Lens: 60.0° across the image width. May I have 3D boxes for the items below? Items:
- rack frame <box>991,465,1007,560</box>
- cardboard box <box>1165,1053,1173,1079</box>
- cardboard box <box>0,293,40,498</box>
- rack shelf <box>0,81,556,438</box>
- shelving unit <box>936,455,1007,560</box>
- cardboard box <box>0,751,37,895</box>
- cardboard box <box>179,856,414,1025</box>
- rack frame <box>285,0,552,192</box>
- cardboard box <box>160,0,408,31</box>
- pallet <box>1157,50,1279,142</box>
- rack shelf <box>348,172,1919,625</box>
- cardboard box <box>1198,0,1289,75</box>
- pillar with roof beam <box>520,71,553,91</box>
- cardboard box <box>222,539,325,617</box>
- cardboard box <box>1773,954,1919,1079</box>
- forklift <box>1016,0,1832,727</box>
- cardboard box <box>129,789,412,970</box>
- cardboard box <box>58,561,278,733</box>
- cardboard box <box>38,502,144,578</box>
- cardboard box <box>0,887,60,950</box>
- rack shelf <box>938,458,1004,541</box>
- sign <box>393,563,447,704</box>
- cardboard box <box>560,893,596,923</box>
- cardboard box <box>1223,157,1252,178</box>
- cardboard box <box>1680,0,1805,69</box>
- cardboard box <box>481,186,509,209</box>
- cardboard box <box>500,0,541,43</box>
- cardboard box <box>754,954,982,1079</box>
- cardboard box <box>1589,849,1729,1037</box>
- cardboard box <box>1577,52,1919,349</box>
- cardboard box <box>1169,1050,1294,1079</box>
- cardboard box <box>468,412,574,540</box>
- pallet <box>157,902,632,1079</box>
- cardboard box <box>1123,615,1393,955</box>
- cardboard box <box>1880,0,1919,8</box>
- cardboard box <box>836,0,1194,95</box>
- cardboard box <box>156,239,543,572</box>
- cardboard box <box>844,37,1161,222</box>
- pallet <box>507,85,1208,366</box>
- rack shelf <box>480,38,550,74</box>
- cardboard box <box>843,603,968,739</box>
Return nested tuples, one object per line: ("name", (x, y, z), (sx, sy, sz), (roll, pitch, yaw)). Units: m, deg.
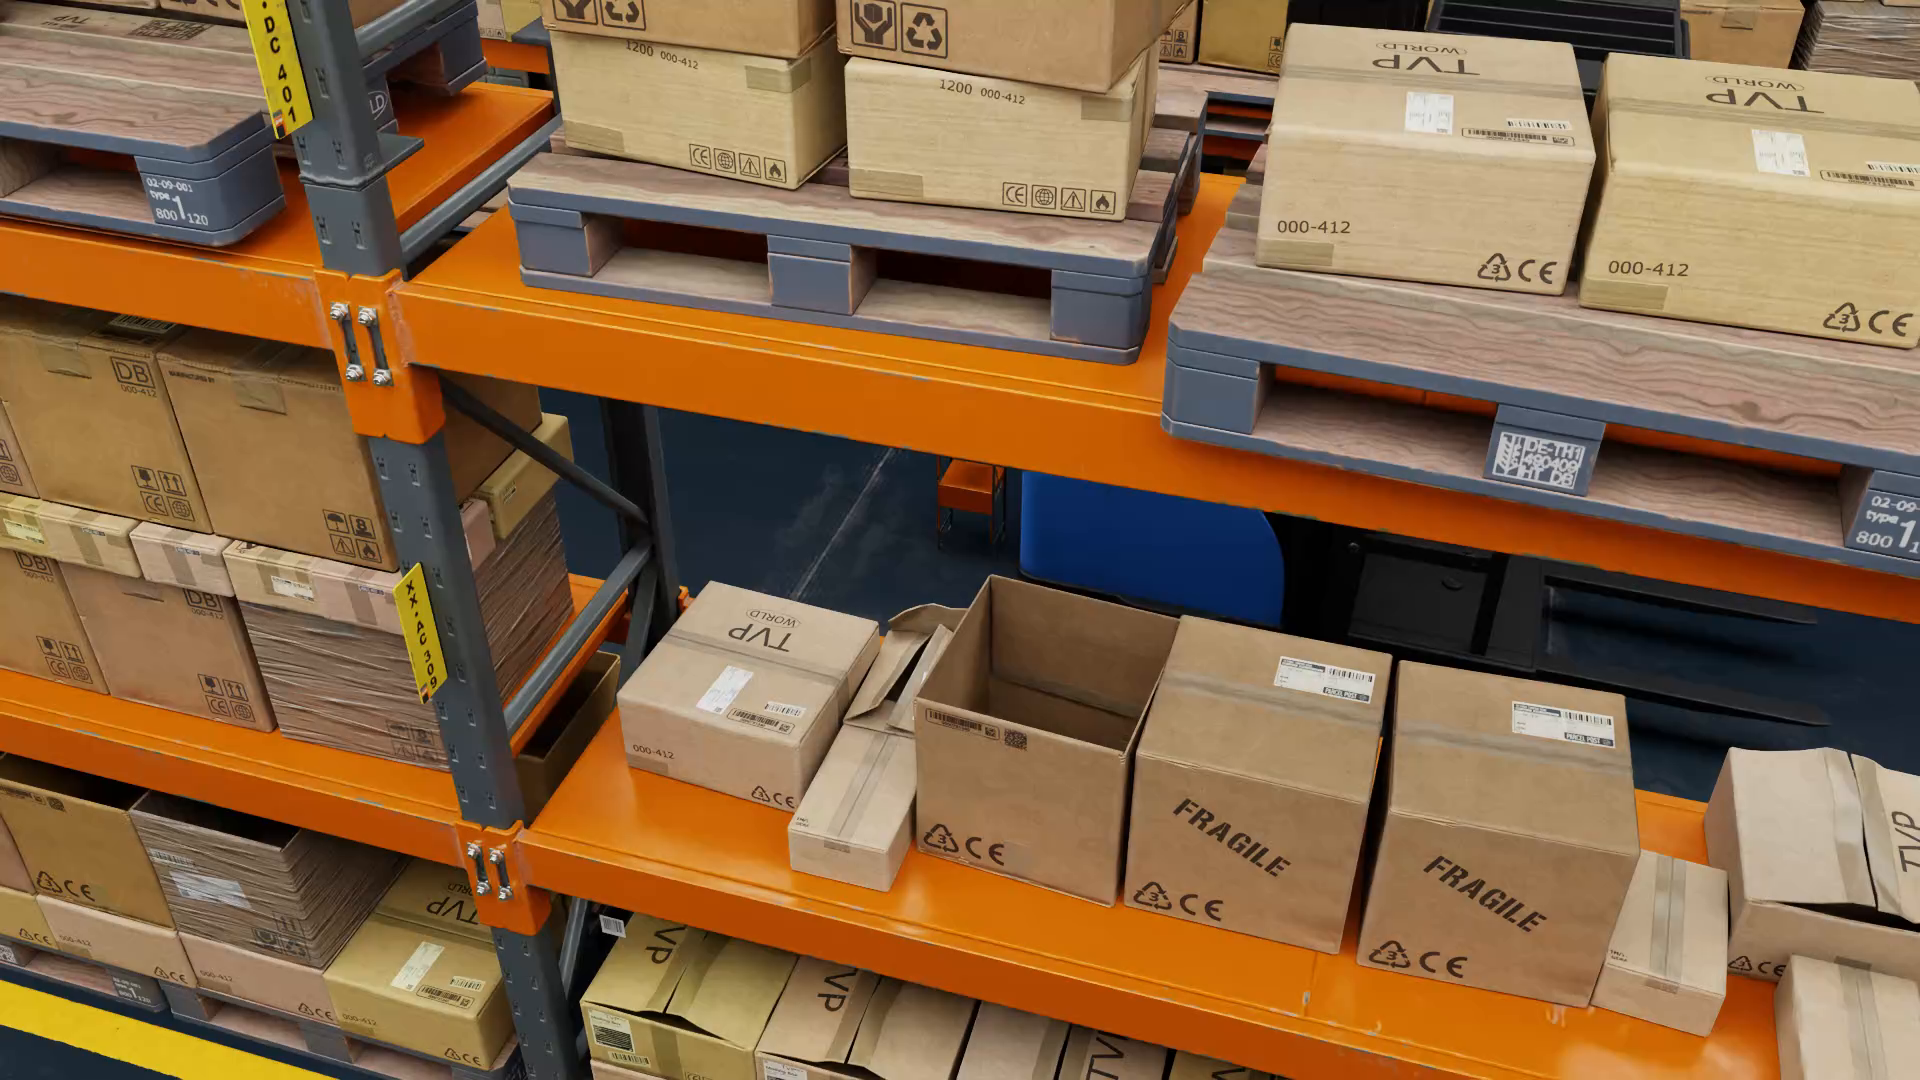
("rack frame", (0.168, -0.392, 6.897), (0.008, 1.050, 0.200), (10, 38, 14))
("cardboard box", (0.278, 1.605, 4.505), (0.500, 0.250, 0.500), (9, 37, 12))
("cardboard box", (-2.402, -0.541, 4.276), (0.500, 0.500, 0.700), (10, 38, 14))
("rack shelf", (-2.925, -0.998, 4.152), (4.000, 0.370, 1.077), (10, 38, 14))
("shelving unit", (0.051, -0.413, 6.926), (0.252, 1.050, 0.215), (10, 38, 14))
("cardboard box", (-2.957, 0.690, 5.114), (0.500, 0.500, 0.500), (10, 38, 14))
("cardboard box", (-1.998, 1.160, 5.109), (0.500, 0.250, 0.500), (10, 38, 14))
("rack frame", (-1.016, -2.142, 2.569), (0.127, 3.000, 1.000), (10, 38, 14))
("cardboard box", (-1.418, -1.438, 3.586), (0.500, 0.500, 0.500), (14, 38, 18))
("pallet", (1.144, -2.235, 7.918), (1.213, 0.211, 1.003), (10, 38, 14))
("rack shelf", (0.893, -0.291, 3.191), (4.000, 0.370, 1.077), (10, 38, 14))
("cardboard box", (1.465, -2.535, 7.708), (0.500, 0.500, 0.700), (14, 39, 19))
("pillar with roof beam", (-3.718, -3.583, 4.526), (0.400, 9.000, 9.100), (10, 38, 14))
("cardboard box", (-1.575, 0.001, 4.087), (0.250, 0.149, 0.380), (10, 37, 13))
("cardboard box", (1.861, 1.079, 3.465), (0.250, 0.149, 0.380), (10, 38, 14))
("forklift", (1.799, -0.807, 5.874), (3.031, 2.935, 1.130), (11, 38, 15))
("cardboard box", (-1.997, 0.857, 4.888), (0.500, 0.500, 0.500), (10, 38, 14))
("cardboard box", (-1.947, 0.069, 4.541), (0.500, 0.500, 0.700), (10, 38, 13))
("cardboard box", (-2.076, -0.090, 4.210), (0.250, 0.149, 0.380), (10, 38, 14))
("cardboard box", (-2.957, 0.992, 5.337), (0.500, 0.250, 0.500), (10, 38, 14))
("rack shelf", (0.051, -0.181, 7.097), (0.240, 0.259, 0.215), (10, 38, 14))
("sign", (-1.180, 0.208, 3.640), (0.005, 0.325, 0.100), (10, 38, 14))
("cardboard box", (-1.368, 0.959, 5.383), (0.500, 0.250, 0.500), (10, 38, 14))
("cardboard box", (1.587, -1.806, 8.278), (0.500, 0.250, 0.500), (10, 37, 13))
("cardboard box", (3.283, -2.201, 7.254), (0.500, 0.500, 0.700), (7, 37, 10))
("cardboard box", (-2.727, -2.158, 9.548), (0.500, 0.311, 0.500), (6, 37, 9))
("cardboard box", (-2.005, -2.741, 8.554), (0.500, 0.250, 0.500), (10, 38, 13))
("cardboard box", (-0.219, 1.292, 4.457), (0.500, 0.311, 0.500), (10, 38, 13))
("cardboard box", (1.568, 0.888, 3.724), (0.250, 0.149, 0.380), (13, 38, 17))
("cardboard box", (1.304, -0.574, 2.742), (0.500, 0.250, 0.500), (10, 37, 13))
("cardboard box", (0.772, 1.471, 4.213), (0.500, 0.311, 0.500), (12, 38, 15))
("cardboard box", (-1.215, -0.185, 4.339), (0.250, 0.149, 0.380), (10, 38, 14))
("pallet", (-1.762, 1.232, 5.397), (1.213, 0.211, 1.003), (10, 38, 14))
("cardboard box", (0.693, 0.560, 3.874), (0.500, 0.500, 0.500), (11, 38, 14))
("cardboard box", (3.937, -2.345, 6.903), (0.250, 0.149, 0.380), (6, 37, 8))
("cardboard box", (0.112, -1.126, 2.859), (0.500, 0.500, 0.500), (14, 39, 18))
("cardboard box", (-1.441, -0.364, 4.035), (0.500, 0.500, 0.700), (11, 38, 14))
("cardboard box", (0.095, -0.833, 3.093), (0.500, 0.250, 0.500), (7, 37, 9))
("pallet", (-0.170, -0.709, 3.313), (1.217, 0.209, 0.805), (9, 37, 12))
("rack shelf", (-1.451, -2.593, 8.850), (4.000, 0.370, 1.077), (10, 38, 14))
("cardboard box", (-0.122, 0.379, 4.317), (0.258, 0.266, 0.396), (10, 37, 13))
